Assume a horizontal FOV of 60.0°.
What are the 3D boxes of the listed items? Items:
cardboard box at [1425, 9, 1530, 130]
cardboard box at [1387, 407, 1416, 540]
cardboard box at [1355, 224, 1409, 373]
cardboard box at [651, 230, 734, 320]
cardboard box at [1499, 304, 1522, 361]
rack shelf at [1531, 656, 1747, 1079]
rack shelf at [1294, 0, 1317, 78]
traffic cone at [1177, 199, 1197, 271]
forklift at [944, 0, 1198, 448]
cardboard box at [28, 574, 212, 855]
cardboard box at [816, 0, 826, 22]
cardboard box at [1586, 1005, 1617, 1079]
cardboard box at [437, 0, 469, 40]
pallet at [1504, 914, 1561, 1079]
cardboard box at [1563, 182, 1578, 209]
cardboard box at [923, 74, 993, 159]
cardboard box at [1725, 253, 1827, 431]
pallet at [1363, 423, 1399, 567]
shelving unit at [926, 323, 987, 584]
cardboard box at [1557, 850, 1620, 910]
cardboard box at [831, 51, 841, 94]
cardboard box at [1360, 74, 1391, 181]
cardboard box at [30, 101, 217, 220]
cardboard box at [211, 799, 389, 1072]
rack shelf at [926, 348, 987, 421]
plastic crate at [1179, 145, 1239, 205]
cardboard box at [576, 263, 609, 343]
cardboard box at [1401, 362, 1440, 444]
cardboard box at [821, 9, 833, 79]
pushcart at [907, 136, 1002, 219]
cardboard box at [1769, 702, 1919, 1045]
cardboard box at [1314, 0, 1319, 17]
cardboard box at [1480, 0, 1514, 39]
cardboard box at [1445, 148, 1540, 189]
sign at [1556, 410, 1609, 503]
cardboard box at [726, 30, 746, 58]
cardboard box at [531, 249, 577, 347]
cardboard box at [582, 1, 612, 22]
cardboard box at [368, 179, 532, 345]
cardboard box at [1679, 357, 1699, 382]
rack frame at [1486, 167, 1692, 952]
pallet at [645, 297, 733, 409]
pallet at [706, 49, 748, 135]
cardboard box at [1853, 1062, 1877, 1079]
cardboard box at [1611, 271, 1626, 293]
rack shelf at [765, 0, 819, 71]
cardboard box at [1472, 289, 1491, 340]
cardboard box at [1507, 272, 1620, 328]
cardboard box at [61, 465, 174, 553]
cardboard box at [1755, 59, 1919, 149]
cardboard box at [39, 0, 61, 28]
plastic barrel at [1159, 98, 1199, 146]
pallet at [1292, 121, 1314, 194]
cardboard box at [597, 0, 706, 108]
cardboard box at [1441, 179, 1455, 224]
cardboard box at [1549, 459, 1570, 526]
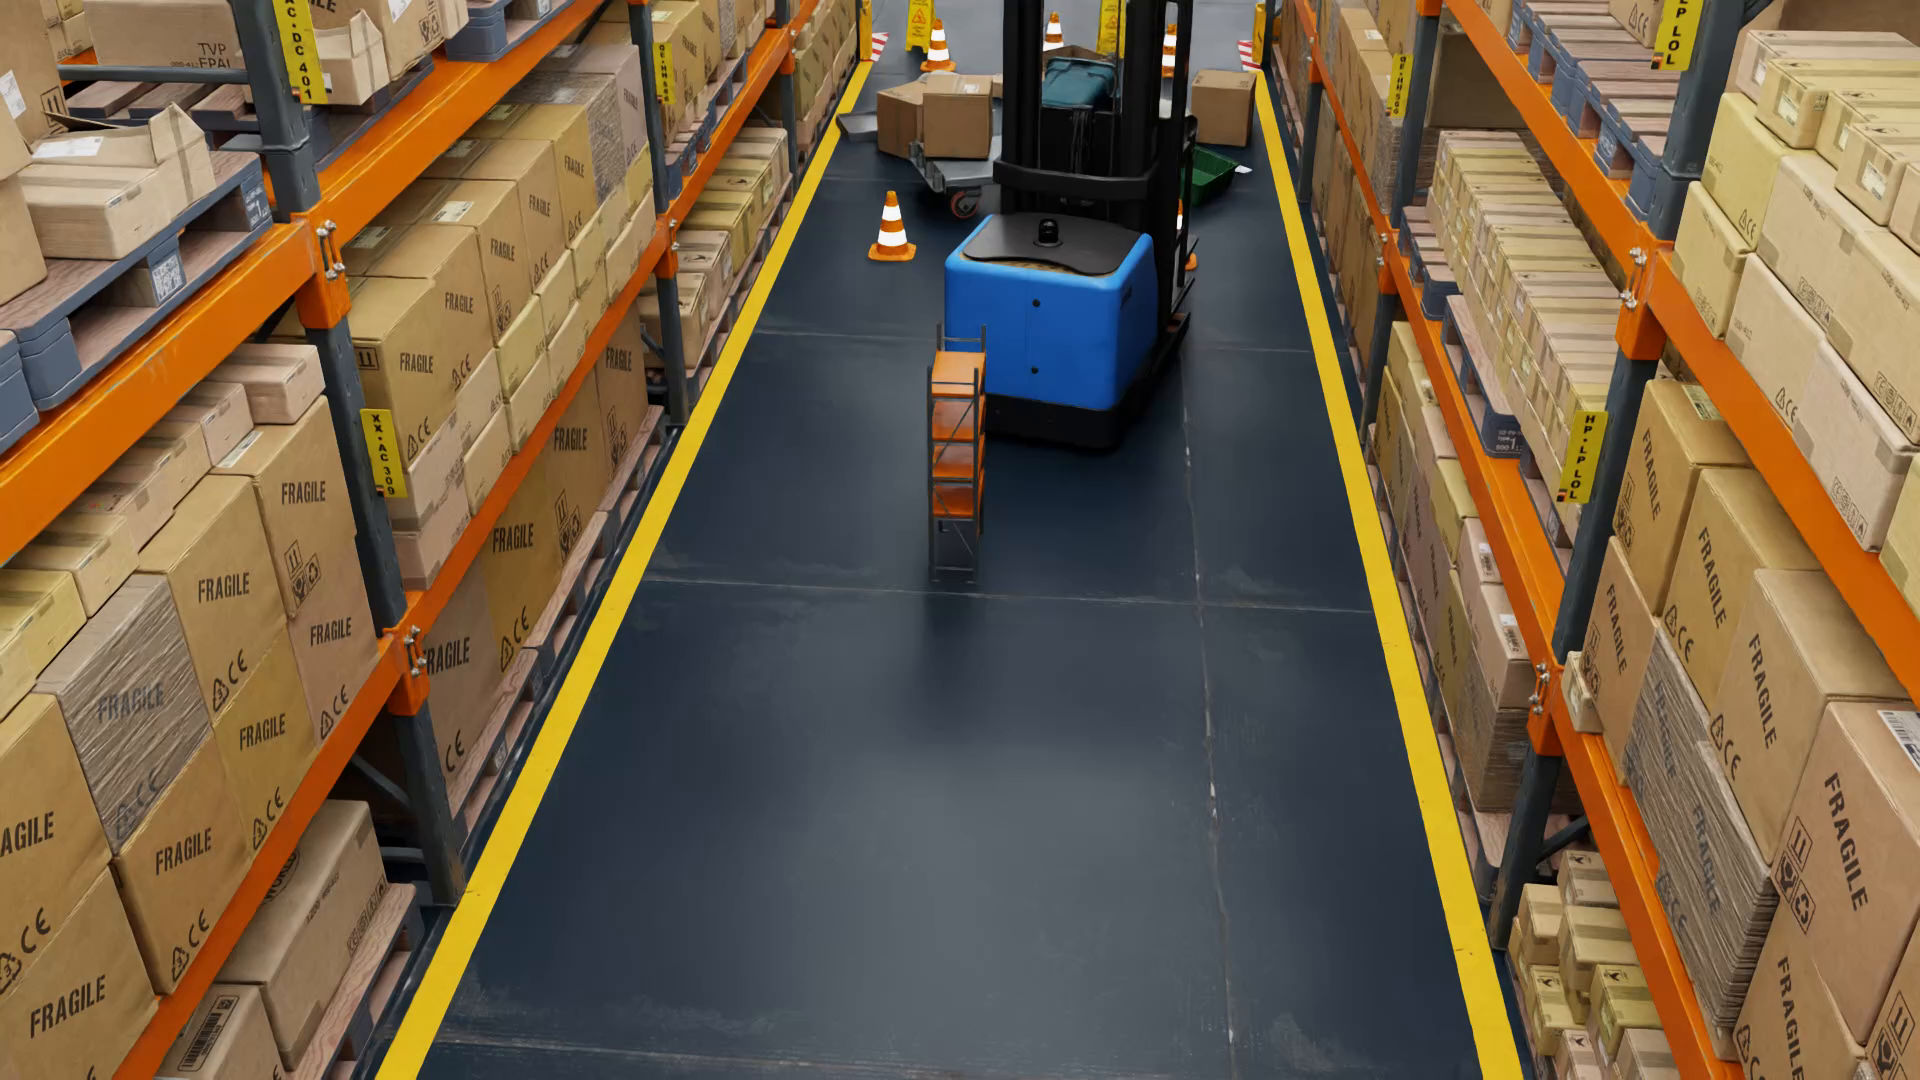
[{"bbox_3d":[2.873,-2.538,8.961,0.700,0.500,0.500,2,32,4],"label":"cardboard box"},{"bbox_3d":[2.478,-0.328,8.405,0.500,0.500,0.500,3,32,5],"label":"cardboard box"},{"bbox_3d":[2.966,-1.371,9.859,1.050,0.750,0.750,2,32,3],"label":"cardboard box"},{"bbox_3d":[-2.007,-1.735,10.811,0.950,0.372,0.625,2,32,3],"label":"cardboard box"},{"bbox_3d":[2.441,-0.848,6.823,0.380,0.149,0.250,3,32,4],"label":"cardboard box"},{"bbox_3d":[2.338,1.608,3.967,1.077,0.370,4.000,2,32,4],"label":"rack shelf"},{"bbox_3d":[3.315,-4.666,14.149,1.077,0.370,4.000,2,32,4],"label":"rack shelf"},{"bbox_3d":[1.538,-2.210,11.895,0.336,0.463,0.334,2,32,4],"label":"traffic cone"},{"bbox_3d":[0.868,-2.534,10.069,1.130,2.935,3.031,11,33,17],"label":"forklift"},{"bbox_3d":[-2.285,0.420,4.162,0.500,0.500,0.500,3,32,5],"label":"cardboard box"},{"bbox_3d":[-1.343,-4.459,14.013,0.380,0.149,0.250,4,32,7],"label":"cardboard box"},{"bbox_3d":[2.238,1.606,5.319,0.380,0.149,0.250,2,32,4],"label":"cardboard box"},{"bbox_3d":[-1.989,-1.905,5.946,0.380,0.166,0.250,0,32,1],"label":"cardboard box"},{"bbox_3d":[2.482,1.796,5.634,1.003,0.211,1.213,2,32,4],"label":"pallet"},{"bbox_3d":[3.241,-1.756,8.296,0.380,0.149,0.250,3,32,5],"label":"cardboard box"},{"bbox_3d":[-0.013,-3.283,12.880,0.500,0.500,0.500,2,32,4],"label":"cardboard box"},{"bbox_3d":[2.169,-0.464,3.927,0.500,0.250,0.500,2,32,3],"label":"cardboard box"},{"bbox_3d":[2.762,-0.240,8.938,1.003,0.211,1.213,2,32,4],"label":"pallet"},{"bbox_3d":[-0.013,-0.424,8.295,0.258,1.200,0.503,2,32,4],"label":"shelving unit"},{"bbox_3d":[2.267,1.209,5.679,0.380,0.149,0.250,4,32,6],"label":"cardboard box"},{"bbox_3d":[-1.348,-4.207,14.938,0.500,0.250,0.500,1,32,2],"label":"cardboard box"},{"bbox_3d":[2.638,-2.386,9.667,0.500,0.500,0.500,2,32,4],"label":"cardboard box"},{"bbox_3d":[-2.174,-0.996,4.280,0.396,0.266,0.258,3,32,6],"label":"cardboard box"},{"bbox_3d":[-2.599,1.333,5.769,0.875,0.438,0.875,2,32,3],"label":"cardboard box"},{"bbox_3d":[-0.013,-0.759,8.089,0.258,0.148,0.480,2,32,4],"label":"rack shelf"},{"bbox_3d":[1.861,-2.901,13.224,0.450,0.188,0.662,29,41,23],"label":"plastic crate"},{"bbox_3d":[-1.980,-1.124,7.858,0.500,0.250,0.500,2,32,3],"label":"cardboard box"},{"bbox_3d":[2.488,-0.654,8.219,0.500,0.250,0.500,2,32,3],"label":"cardboard box"},{"bbox_3d":[-1.396,-4.261,14.312,0.500,0.500,0.500,4,32,7],"label":"cardboard box"},{"bbox_3d":[0.487,-2.898,13.093,1.648,0.377,0.936,-8,33,-13],"label":"pushcart"},{"bbox_3d":[2.079,0.689,3.441,0.500,0.500,0.500,1,32,2],"label":"cardboard box"},{"bbox_3d":[3.171,-4.184,12.537,0.875,0.550,0.550,2,32,4],"label":"cardboard box"},{"bbox_3d":[2.446,-2.344,6.740,0.500,0.500,0.500,2,32,4],"label":"cardboard box"},{"bbox_3d":[2.577,-1.786,8.062,0.380,0.149,0.250,2,32,3],"label":"cardboard box"},{"bbox_3d":[1.948,-0.258,5.207,0.100,0.325,0.005,2,32,4],"label":"sign"},{"bbox_3d":[-1.653,-3.344,11.156,0.380,0.149,0.250,2,32,4],"label":"cardboard box"},{"bbox_3d":[-2.003,-1.070,7.294,0.500,0.250,0.500,2,32,2],"label":"cardboard box"},{"bbox_3d":[-2.324,-2.862,9.756,0.500,0.500,0.500,2,32,3],"label":"cardboard box"},{"bbox_3d":[-2.061,-1.118,6.656,0.500,0.500,0.500,2,32,3],"label":"cardboard box"},{"bbox_3d":[3.072,-0.676,6.544,0.380,0.149,0.250,4,32,6],"label":"cardboard box"},{"bbox_3d":[2.501,0.256,5.475,1.000,3.000,0.127,2,32,4],"label":"rack frame"},{"bbox_3d":[-2.050,-1.215,10.521,1.003,0.211,1.213,2,32,4],"label":"pallet"},{"bbox_3d":[-1.995,-2.949,10.859,1.003,0.211,1.213,2,32,4],"label":"pallet"},{"bbox_3d":[2.034,1.398,3.243,0.500,0.500,0.500,3,32,4],"label":"cardboard box"},{"bbox_3d":[3.158,-1.094,7.506,0.380,0.149,0.250,1,32,2],"label":"cardboard box"},{"bbox_3d":[-1.626,-4.825,14.406,1.077,0.370,4.000,2,32,4],"label":"rack shelf"},{"bbox_3d":[2.483,-0.988,7.334,0.380,0.149,0.250,3,32,5],"label":"cardboard box"},{"bbox_3d":[2.446,-0.969,6.735,0.380,0.149,0.250,1,32,2],"label":"cardboard box"},{"bbox_3d":[-2.311,-0.076,4.347,0.380,0.149,0.250,2,32,4],"label":"cardboard box"},{"bbox_3d":[2.181,-1.057,4.033,0.380,0.149,0.250,1,32,2],"label":"cardboard box"},{"bbox_3d":[-6.604,-3.640,11.465,0.500,0.250,0.500,3,32,5],"label":"cardboard box"},{"bbox_3d":[1.716,-3.489,14.008,0.512,0.421,0.421,27,41,37],"label":"plastic barrel"},{"bbox_3d":[3.292,-3.134,13.634,1.003,0.211,1.213,2,32,4],"label":"pallet"},{"bbox_3d":[-1.812,-2.840,9.720,0.500,0.500,0.500,4,32,7],"label":"cardboard box"},{"bbox_3d":[2.567,-1.648,8.120,0.380,0.149,0.250,4,32,6],"label":"cardboard box"},{"bbox_3d":[2.357,-0.168,6.002,0.380,0.149,0.250,3,32,4],"label":"cardboard box"}]
